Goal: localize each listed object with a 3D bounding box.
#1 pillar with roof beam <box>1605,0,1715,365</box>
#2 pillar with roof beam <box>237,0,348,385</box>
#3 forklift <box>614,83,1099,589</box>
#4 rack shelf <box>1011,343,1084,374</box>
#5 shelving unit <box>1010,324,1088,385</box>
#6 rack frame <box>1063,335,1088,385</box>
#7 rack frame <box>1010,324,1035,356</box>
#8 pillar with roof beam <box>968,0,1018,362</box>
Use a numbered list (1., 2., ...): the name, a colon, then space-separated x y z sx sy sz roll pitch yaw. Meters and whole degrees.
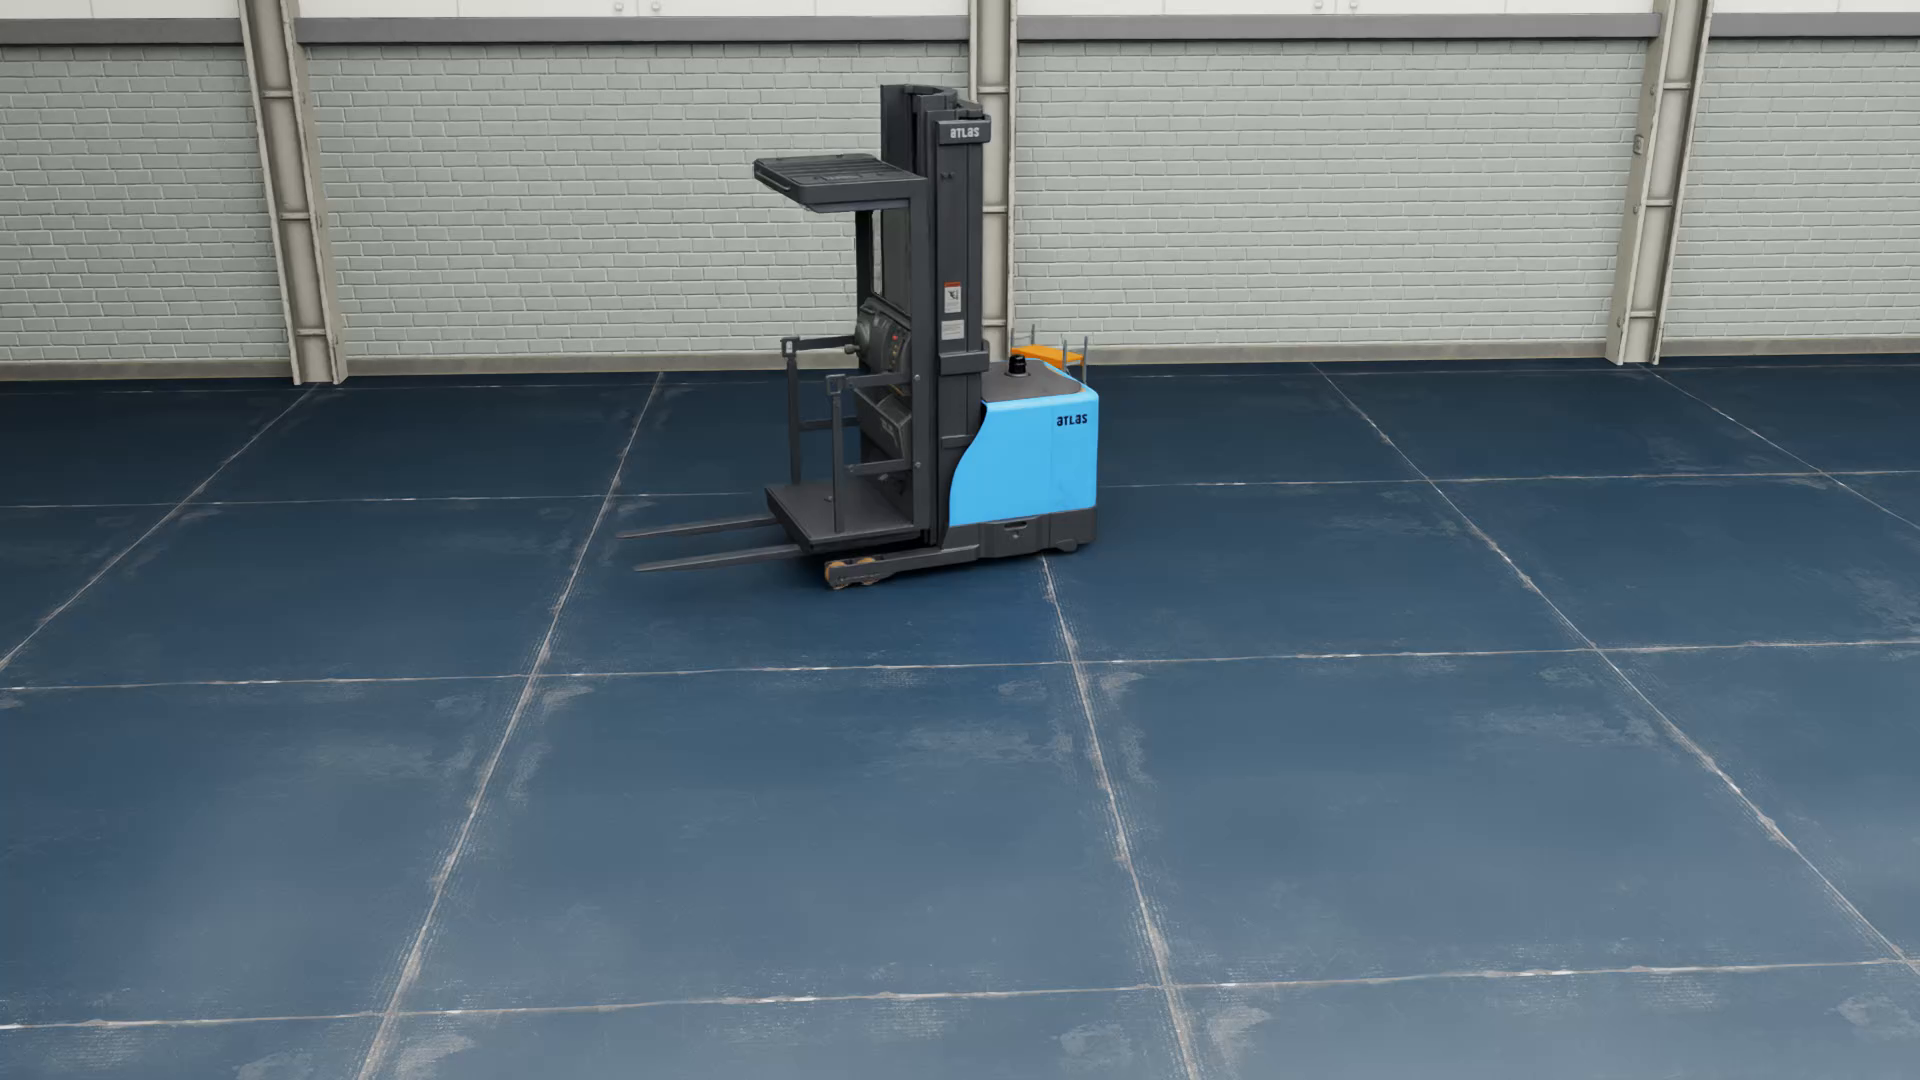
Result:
1. pillar with roof beam: 6.511 -4.355 9.912 0.400 9.000 9.100 -1 21 -3
2. pillar with roof beam: -5.470 -4.111 9.272 0.400 9.000 9.100 -1 21 -3
3. forklift: -0.669 -1.279 10.361 3.031 2.935 1.130 -8 22 -19
4. rack shelf: 0.612 -1.246 11.587 0.480 0.148 0.258 19 25 41
5. shelving unit: 0.600 -0.875 11.715 0.503 1.200 0.258 19 25 41
6. rack frame: 0.775 -0.814 11.556 0.015 1.200 0.240 19 25 41
7. rack frame: 0.425 -0.935 11.874 0.015 1.200 0.240 19 25 41
8. pillar with roof beam: 0.520 -4.233 9.592 0.400 9.000 9.100 -1 21 -3
